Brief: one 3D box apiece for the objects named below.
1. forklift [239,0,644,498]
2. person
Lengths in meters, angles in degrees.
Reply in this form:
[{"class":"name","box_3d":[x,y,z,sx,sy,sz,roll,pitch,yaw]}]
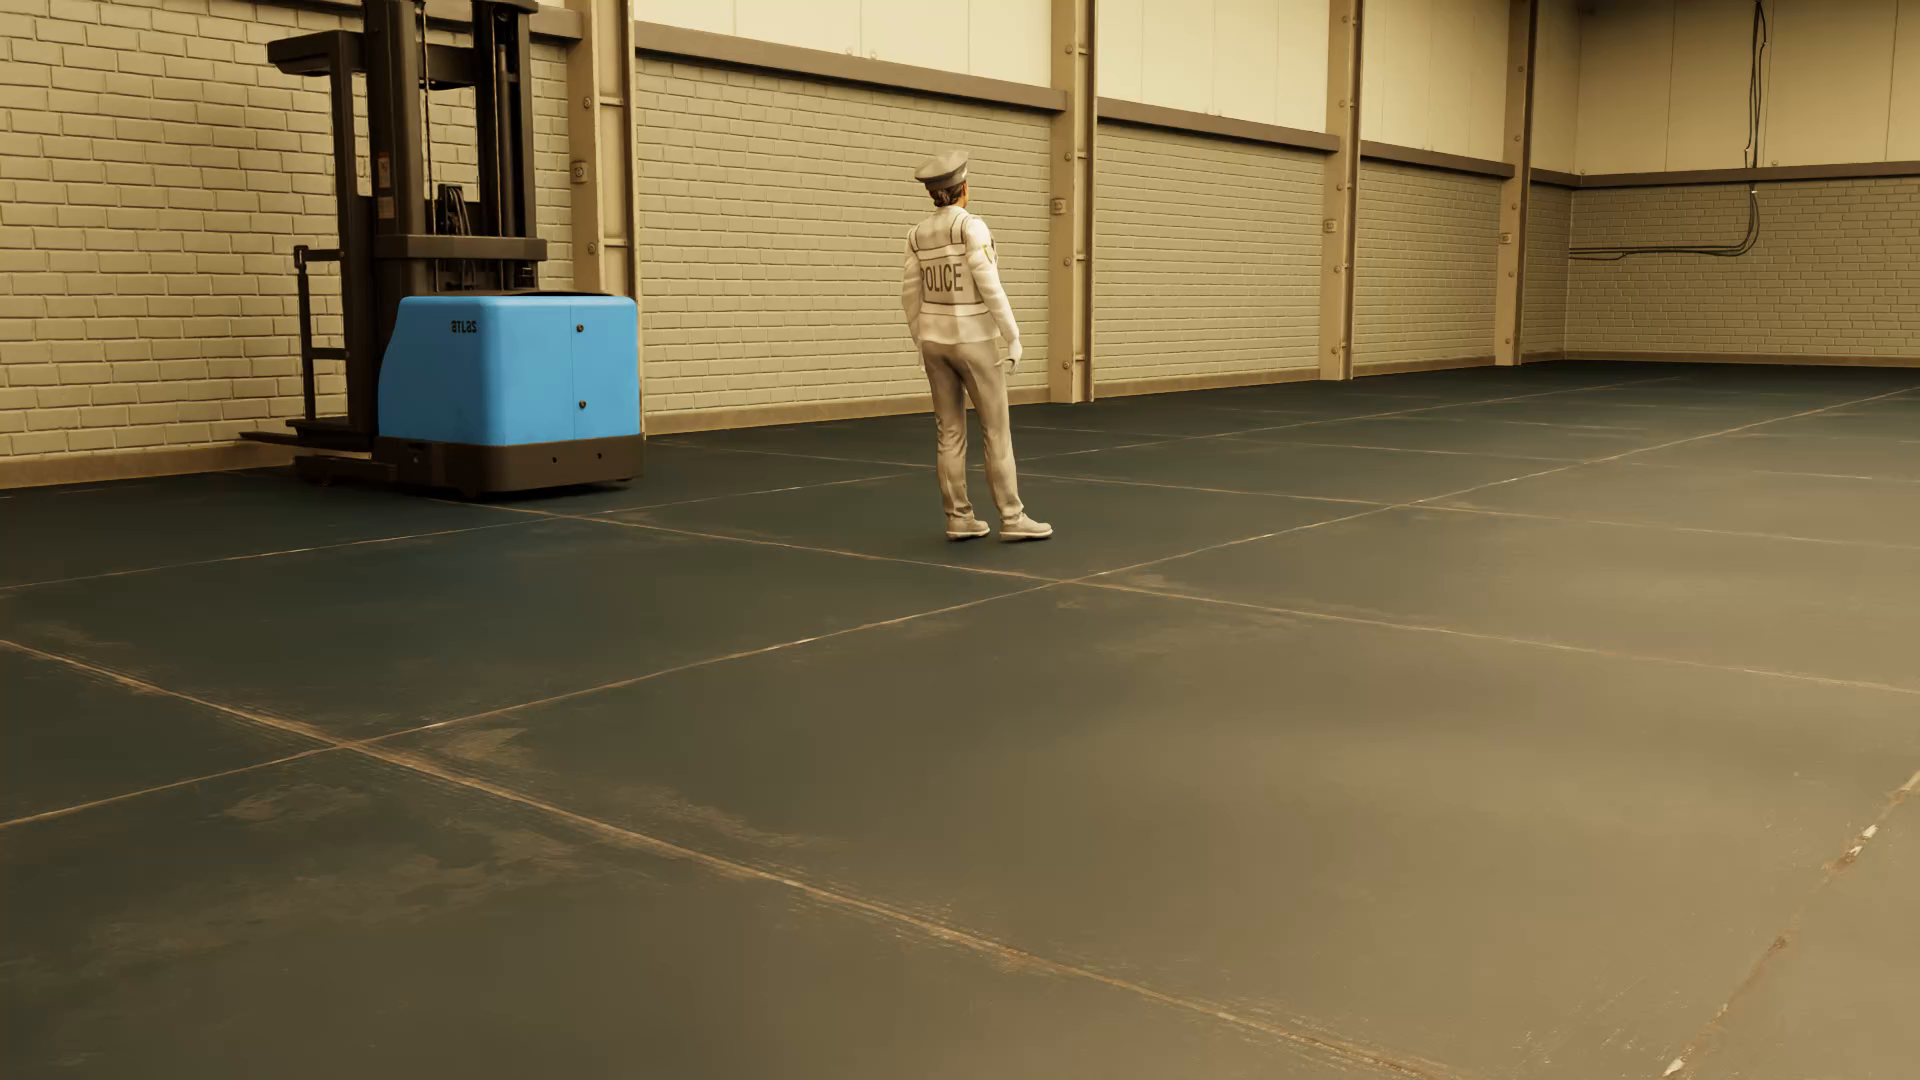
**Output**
[{"class":"forklift","box_3d":[-3.244,-1.816,9.692,3.031,2.935,1.130,7,11,38]},{"class":"person","box_3d":[0.047,-0.852,7.329,0.588,1.696,0.533,7,11,38]}]
